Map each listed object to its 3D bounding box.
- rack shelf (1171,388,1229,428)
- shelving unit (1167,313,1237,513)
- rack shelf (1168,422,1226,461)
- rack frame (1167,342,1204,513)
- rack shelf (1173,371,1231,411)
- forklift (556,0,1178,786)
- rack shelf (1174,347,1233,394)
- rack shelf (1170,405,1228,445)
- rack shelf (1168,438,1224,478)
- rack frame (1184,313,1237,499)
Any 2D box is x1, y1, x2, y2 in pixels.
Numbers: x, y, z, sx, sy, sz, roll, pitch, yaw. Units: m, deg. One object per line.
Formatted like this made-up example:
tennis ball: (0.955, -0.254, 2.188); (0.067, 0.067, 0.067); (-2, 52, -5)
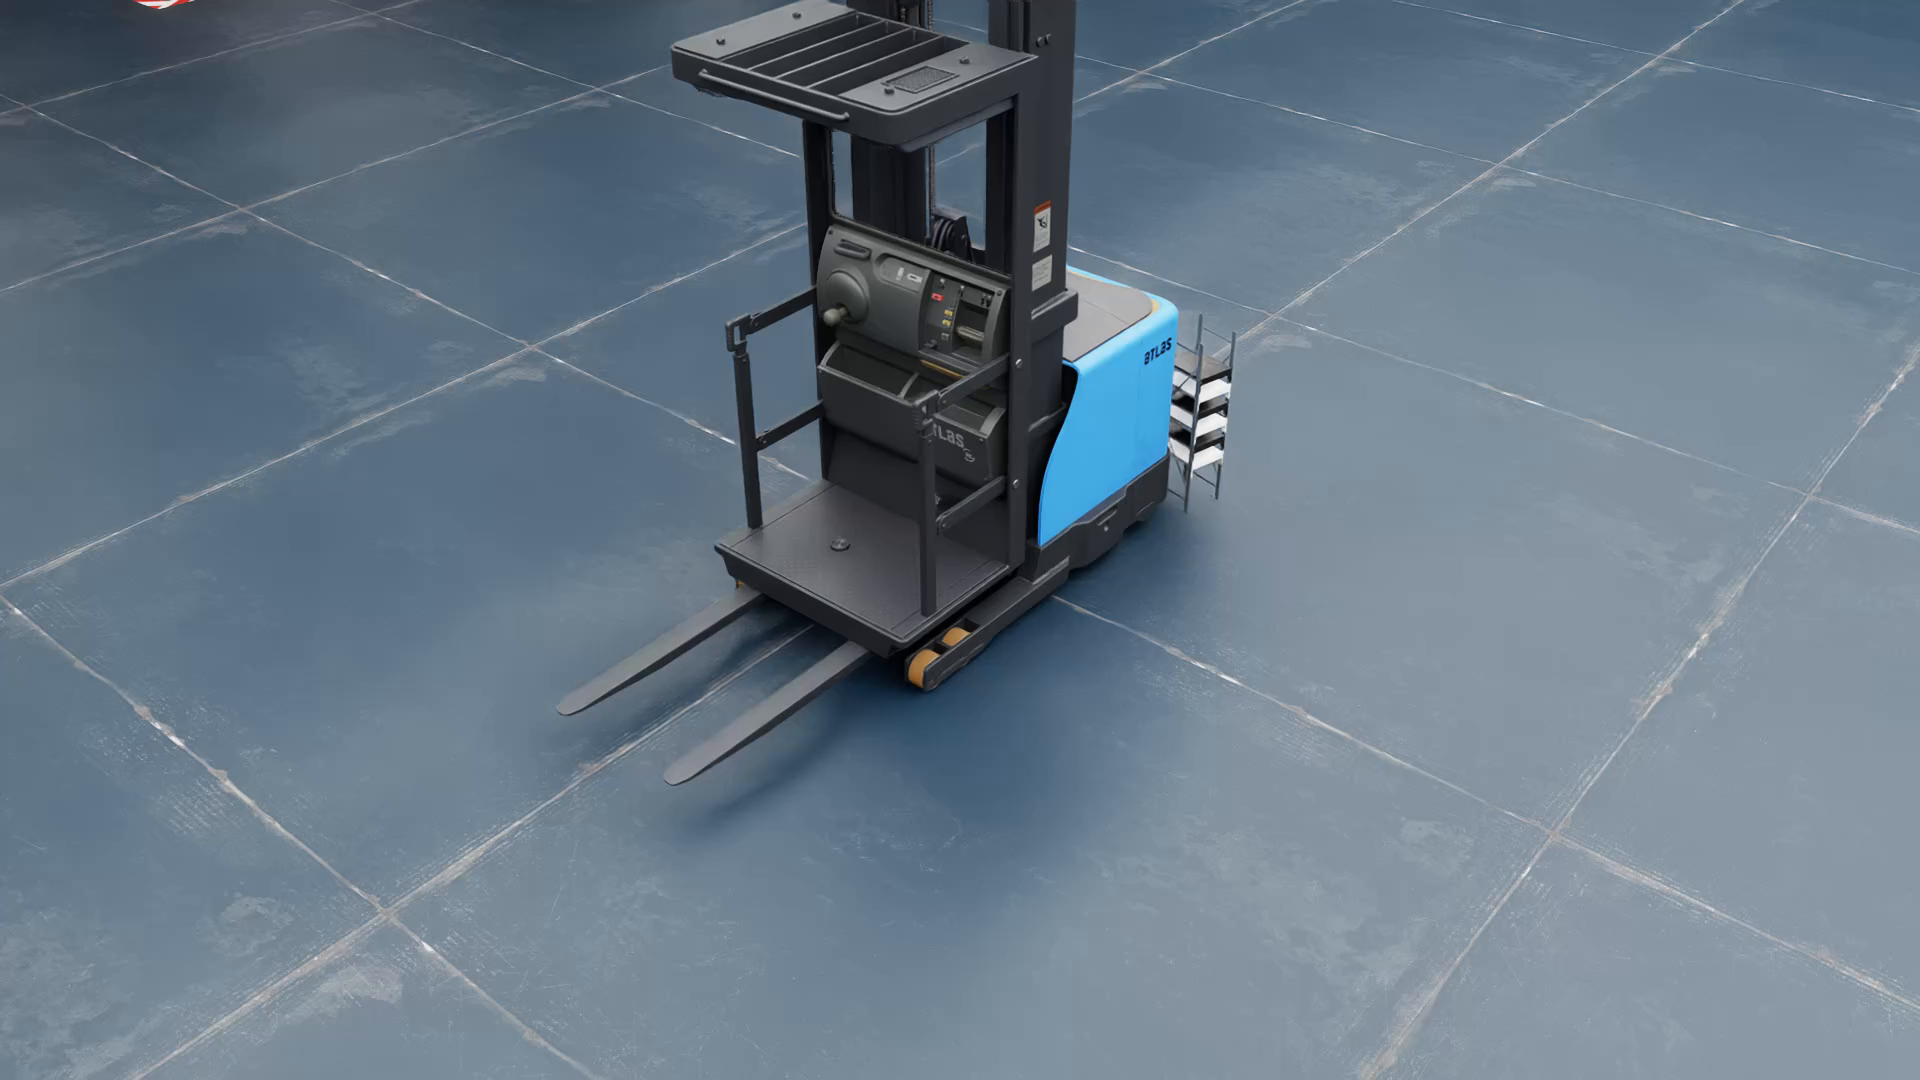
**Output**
rack shelf: (1.097, -0.636, 7.780); (0.200, 0.077, 0.258); (-22, 40, -30)
shelving unit: (1.096, -0.589, 7.812); (0.210, 0.900, 0.258); (-22, 40, -30)
rack shelf: (1.096, -0.487, 7.881); (0.200, 0.077, 0.258); (-22, 40, -30)
rack frame: (1.015, -0.555, 7.762); (0.006, 0.900, 0.240); (-22, 40, -30)
rack shelf: (1.097, -0.710, 7.729); (0.200, 0.077, 0.258); (-22, 40, -30)
forklift: (-0.338, -0.910, 6.487); (1.130, 2.935, 3.031); (25, 42, 32)
rack shelf: (1.098, -0.785, 7.679); (0.200, 0.077, 0.258); (-22, 40, -30)
rack shelf: (1.096, -0.562, 7.831); (0.200, 0.077, 0.258); (-22, 40, -30)
rack shelf: (1.095, -0.413, 7.932); (0.200, 0.077, 0.258); (-22, 40, -30)
rack frame: (1.178, -0.623, 7.862); (0.006, 0.900, 0.240); (-22, 40, -30)
